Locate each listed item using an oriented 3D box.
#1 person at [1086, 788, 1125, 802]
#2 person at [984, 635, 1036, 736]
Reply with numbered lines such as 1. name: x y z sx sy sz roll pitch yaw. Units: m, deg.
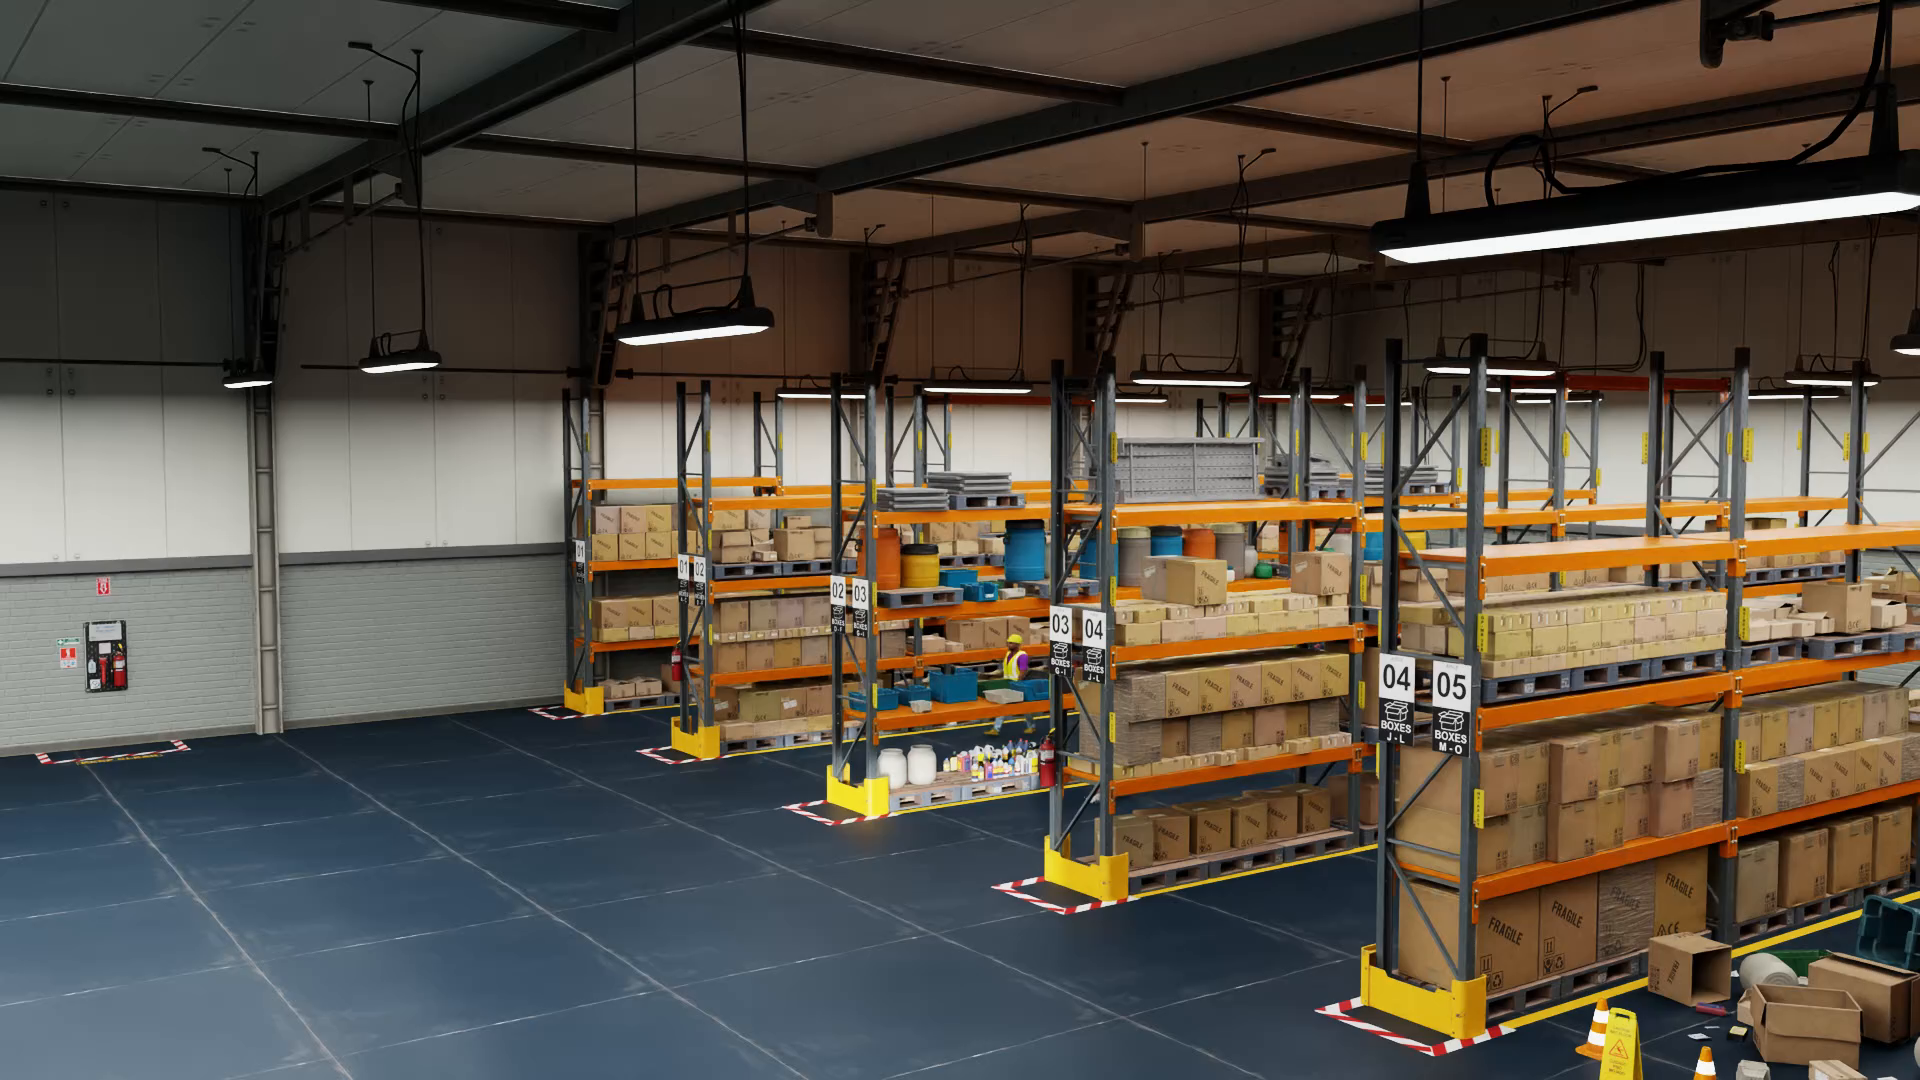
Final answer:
1. person: 2.102 2.817 23.449 0.905 1.633 0.461 -1 4 -22
2. person: 0.872 2.470 28.263 1.009 1.719 0.596 -3 5 -38
